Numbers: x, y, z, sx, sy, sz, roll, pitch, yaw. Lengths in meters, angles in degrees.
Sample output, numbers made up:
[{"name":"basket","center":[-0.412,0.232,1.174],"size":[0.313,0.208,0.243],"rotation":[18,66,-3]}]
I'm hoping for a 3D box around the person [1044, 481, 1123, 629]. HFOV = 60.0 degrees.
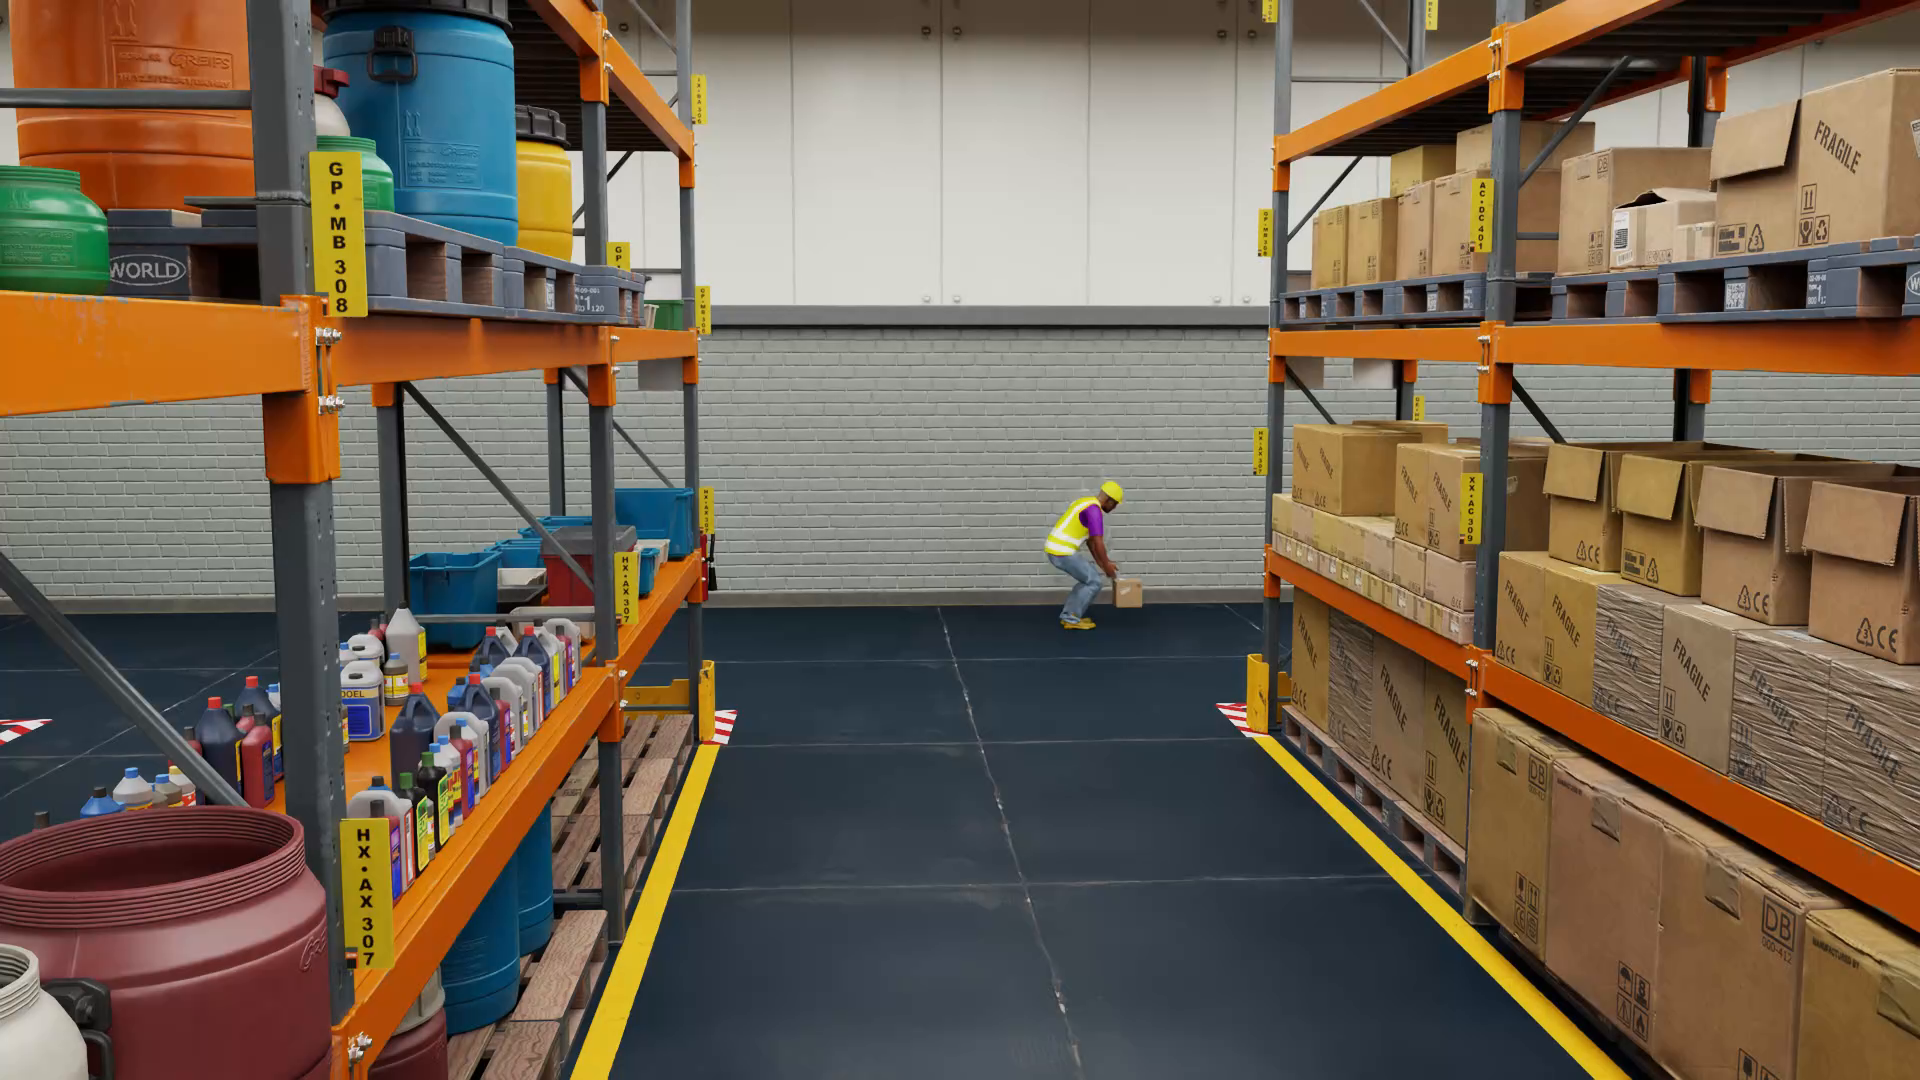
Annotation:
[{"name":"person","center":[1.193,0.136,16.035],"size":[0.762,1.405,0.632],"rotation":[0,7,-4]}]
